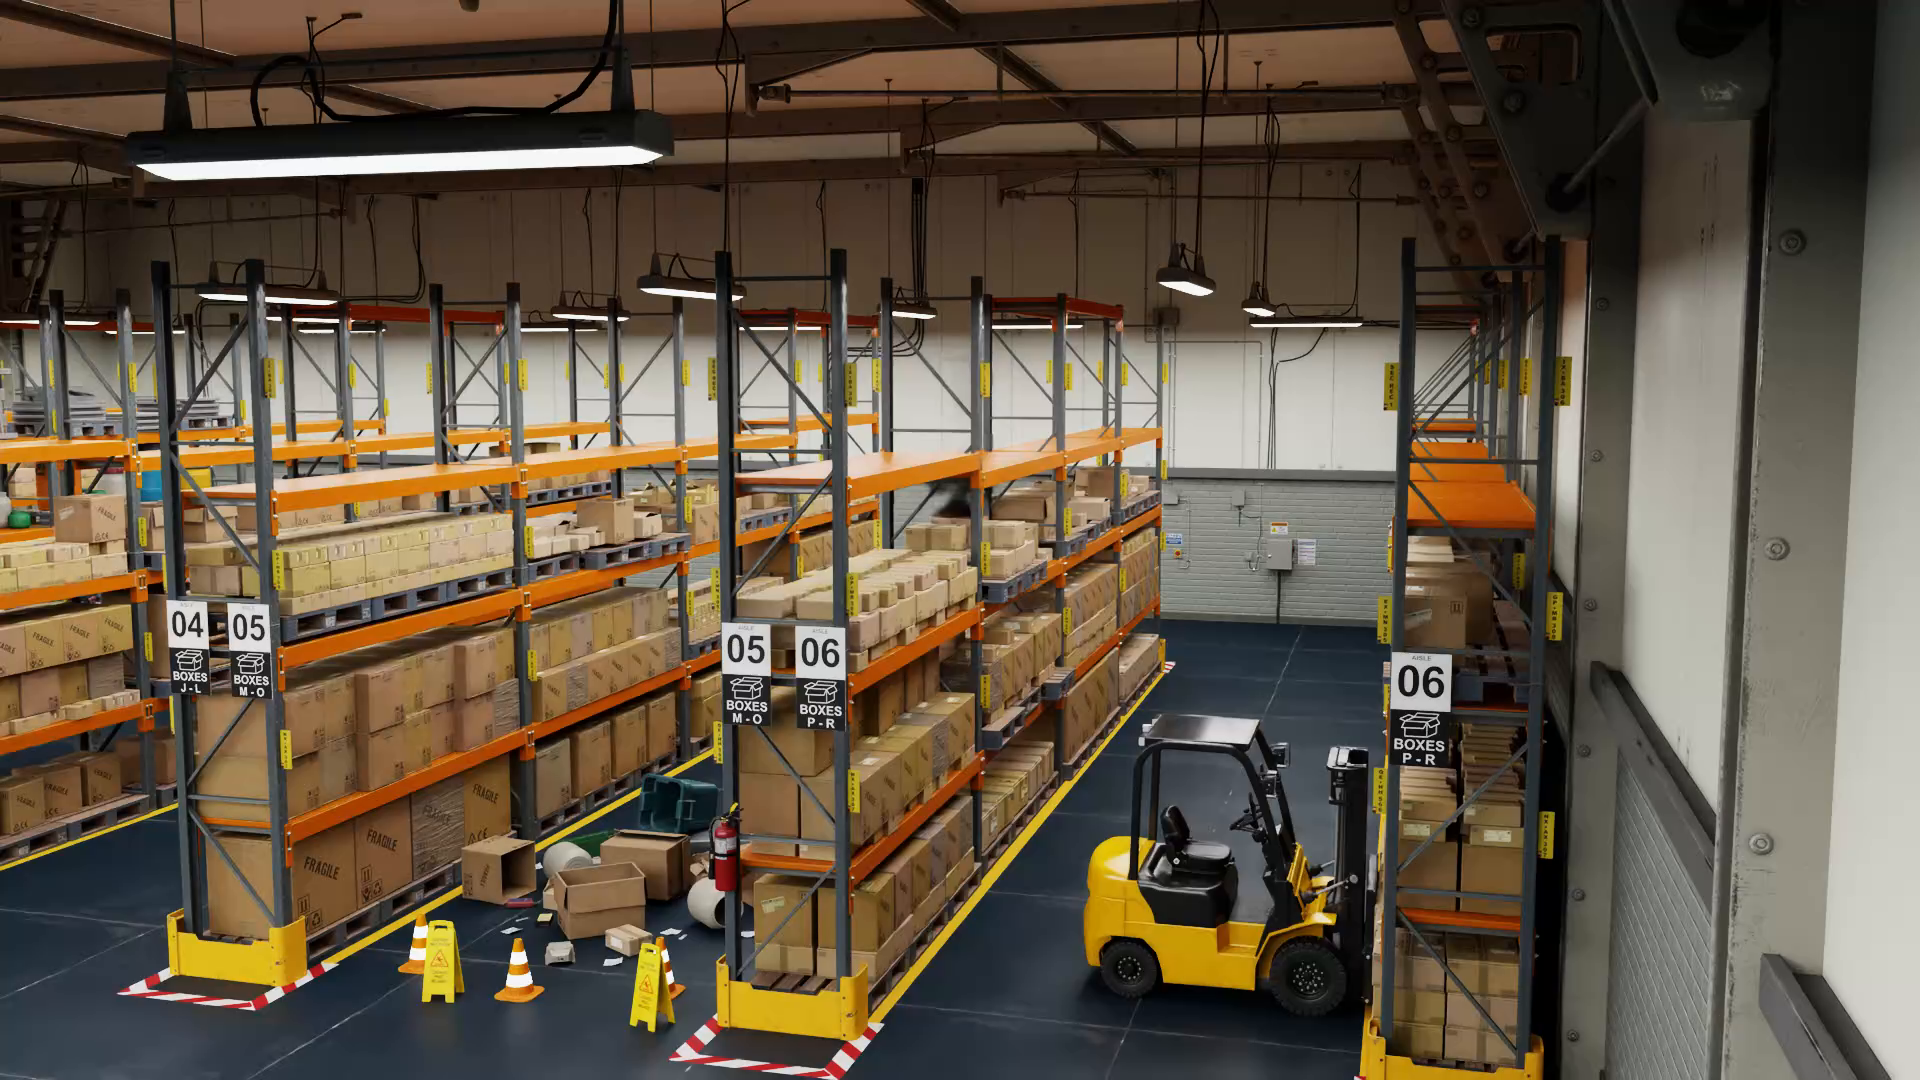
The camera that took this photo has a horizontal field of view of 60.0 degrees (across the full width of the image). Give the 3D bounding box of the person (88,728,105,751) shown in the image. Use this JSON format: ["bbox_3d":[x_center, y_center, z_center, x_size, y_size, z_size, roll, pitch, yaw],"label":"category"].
[{"bbox_3d":[-11.499,1.962,21.909,0.654,1.835,0.735,0,6,4],"label":"person"}]
